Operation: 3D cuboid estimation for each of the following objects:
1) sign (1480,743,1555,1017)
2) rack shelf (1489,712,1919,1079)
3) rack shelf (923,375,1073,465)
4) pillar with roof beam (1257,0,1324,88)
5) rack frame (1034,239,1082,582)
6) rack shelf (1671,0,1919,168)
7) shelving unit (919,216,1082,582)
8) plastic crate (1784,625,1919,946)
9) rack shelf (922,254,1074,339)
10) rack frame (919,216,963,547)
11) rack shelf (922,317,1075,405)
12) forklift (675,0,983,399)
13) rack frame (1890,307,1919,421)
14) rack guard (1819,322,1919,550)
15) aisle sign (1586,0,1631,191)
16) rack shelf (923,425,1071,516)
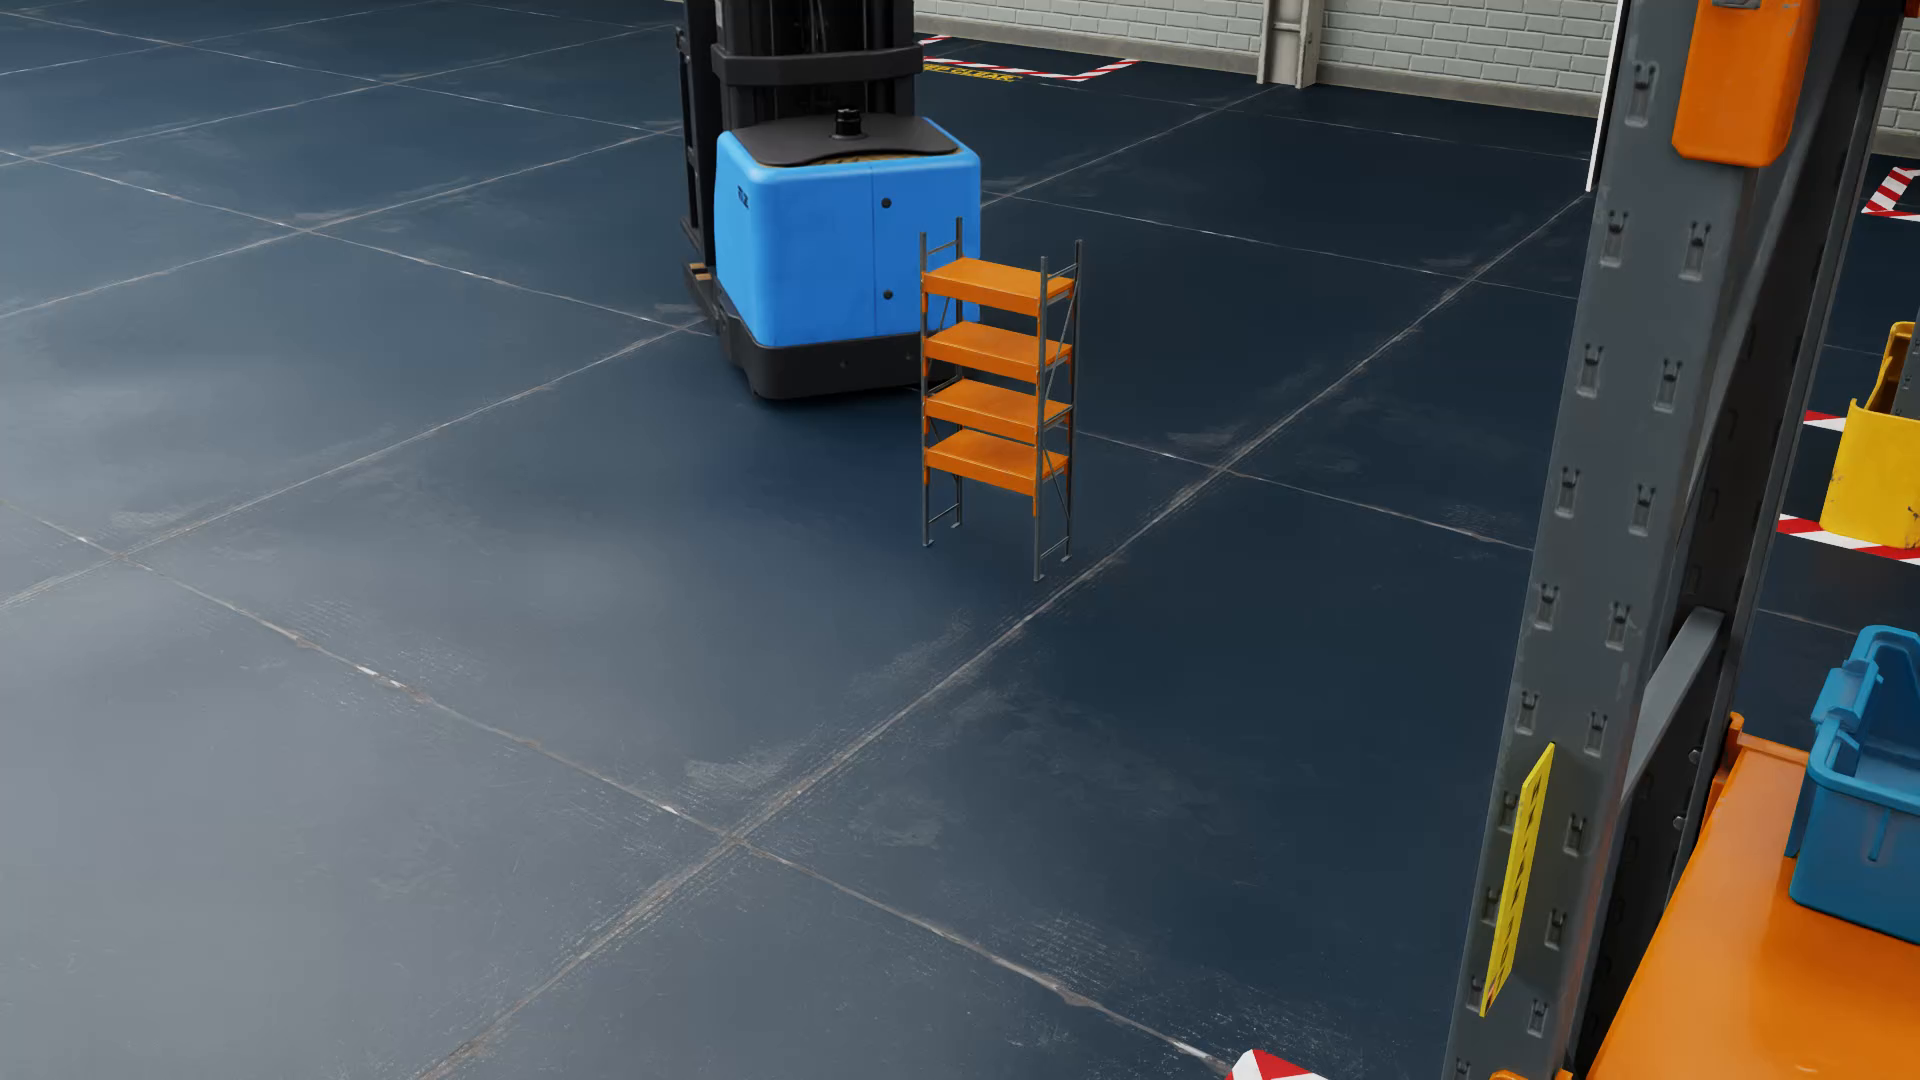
[{"bbox_3d":[0.628,0.387,1.877,0.005,0.325,0.100,17,32,30],"label":"sign"},{"bbox_3d":[2.592,1.140,1.496,4.000,0.370,1.077,17,32,30],"label":"rack shelf"},{"bbox_3d":[0.136,-0.432,5.925,0.480,0.148,0.258,17,32,30],"label":"rack shelf"},{"bbox_3d":[0.236,-6.147,8.406,0.400,9.000,9.100,17,32,30],"label":"pillar with roof beam"},{"bbox_3d":[0.338,-0.430,5.771,0.015,1.200,0.240,17,32,30],"label":"rack frame"},{"bbox_3d":[2.592,-0.197,0.815,4.000,0.370,1.077,17,32,30],"label":"rack shelf"},{"bbox_3d":[0.136,-0.492,5.894,0.503,1.200,0.258,17,32,30],"label":"shelving unit"},{"bbox_3d":[1.525,0.389,2.343,0.616,0.251,0.499,17,32,30],"label":"plastic crate"},{"bbox_3d":[0.136,-0.842,5.716,0.480,0.148,0.258,17,32,30],"label":"rack shelf"},{"bbox_3d":[-0.065,-0.555,6.017,0.015,1.200,0.240,17,32,30],"label":"rack frame"},{"bbox_3d":[0.136,-0.632,5.823,0.480,0.148,0.258,17,32,30],"label":"rack shelf"},{"bbox_3d":[-0.831,-2.573,8.074,1.130,2.935,3.031,-8,28,-16],"label":"forklift"},{"bbox_3d":[3.751,-1.545,5.979,0.127,3.000,1.000,17,32,30],"label":"rack frame"},{"bbox_3d":[3.731,-0.437,6.558,0.348,0.500,1.175,17,32,30],"label":"rack guard"},{"bbox_3d":[0.718,-0.762,1.573,0.004,0.787,0.394,17,32,30],"label":"aisle sign"},{"bbox_3d":[0.136,-0.255,6.015,0.480,0.148,0.258,17,32,30],"label":"rack shelf"}]
